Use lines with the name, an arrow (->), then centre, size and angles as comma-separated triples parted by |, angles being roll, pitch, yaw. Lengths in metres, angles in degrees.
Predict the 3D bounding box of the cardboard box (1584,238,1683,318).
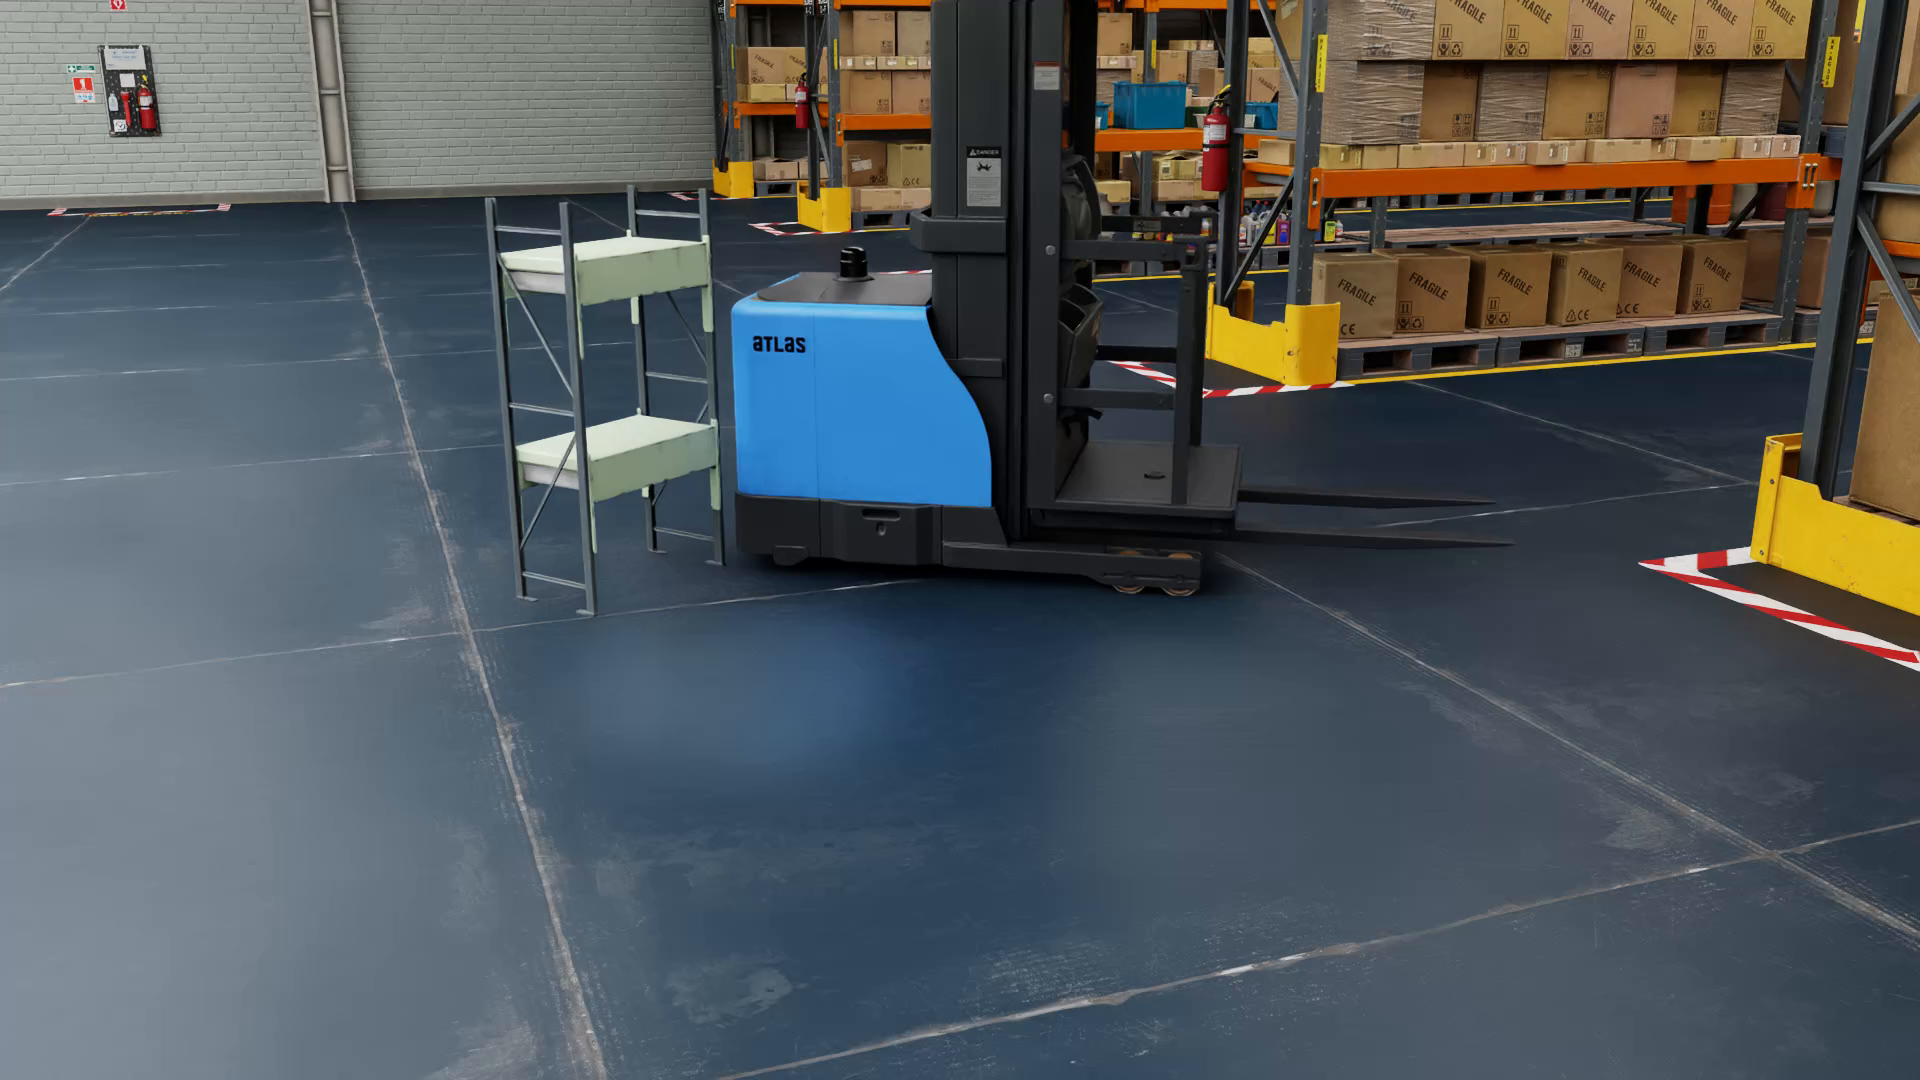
cardboard box -> 4.763, -1.871, 11.838 | 0.500, 0.500, 0.500 | -1, 16, -2

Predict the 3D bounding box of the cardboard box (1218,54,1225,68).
cardboard box -> 4.448, -7.589, 26.877 | 0.500, 0.500, 0.500 | -6, 17, -20

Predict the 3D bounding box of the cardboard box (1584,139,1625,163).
cardboard box -> 4.182, -2.592, 11.046 | 0.250, 0.149, 0.380 | -6, 17, -20

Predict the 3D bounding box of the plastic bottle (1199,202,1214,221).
plastic bottle -> 2.435, -3.168, 16.483 | 0.185, 0.351, 0.144 | -6, 18, -21

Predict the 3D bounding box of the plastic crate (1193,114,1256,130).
plastic crate -> 2.485, -3.905, 15.540 | 0.437, 0.136, 0.530 | -6, 17, -20

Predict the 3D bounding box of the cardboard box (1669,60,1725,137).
cardboard box -> 4.761, -3.079, 11.555 | 0.500, 0.500, 0.875 | -6, 17, -20

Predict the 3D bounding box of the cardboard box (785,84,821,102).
cardboard box -> -2.320, -6.425, 23.883 | 0.500, 0.250, 0.500 | -7, 18, -22

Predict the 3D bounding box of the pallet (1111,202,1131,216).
pallet -> 1.384, -4.159, 20.884 | 1.213, 0.211, 1.003 | -6, 17, -20

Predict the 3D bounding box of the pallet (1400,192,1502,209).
pallet -> 6.588, -4.696, 22.716 | 1.213, 0.211, 1.003 | -6, 17, -20

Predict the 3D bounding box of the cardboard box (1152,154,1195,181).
cardboard box -> 2.617, -4.693, 20.895 | 0.500, 0.311, 0.500 | -6, 17, -20

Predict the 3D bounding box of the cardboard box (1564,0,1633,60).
cardboard box -> 3.960, -3.361, 10.740 | 0.500, 0.500, 0.500 | -6, 17, -20

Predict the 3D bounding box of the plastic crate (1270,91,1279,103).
plastic crate -> 3.376, -4.213, 16.231 | 0.504, 0.338, 0.767 | -6, 17, -20

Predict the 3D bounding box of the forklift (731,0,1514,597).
forklift -> 0.663, -1.351, 6.495 | 3.031, 2.935, 1.130 | 3, 17, 11

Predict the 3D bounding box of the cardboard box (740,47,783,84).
cardboard box -> -2.816, -6.732, 23.598 | 0.500, 0.500, 0.500 | -6, 17, -20

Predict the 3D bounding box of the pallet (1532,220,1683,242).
pallet -> 6.909, -3.259, 17.823 | 1.213, 0.211, 1.003 | -6, 17, -20

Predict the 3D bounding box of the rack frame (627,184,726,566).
rack frame -> -1.128, -0.645, 6.630 | 0.400, 1.500, 0.023 | 10, 19, 30

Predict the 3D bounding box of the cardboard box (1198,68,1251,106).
cardboard box -> 3.357, -5.740, 21.143 | 0.500, 0.500, 0.500 | -5, 17, -16

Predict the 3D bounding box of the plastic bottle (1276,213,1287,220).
plastic bottle -> 3.157, -3.042, 16.188 | 0.135, 0.276, 0.152 | -6, 17, -20

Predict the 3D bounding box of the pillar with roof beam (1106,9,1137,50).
pillar with roof beam -> 4.118, -9.114, 22.164 | 0.400, 9.000, 9.100 | -6, 17, -20

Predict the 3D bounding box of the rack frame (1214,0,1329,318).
rack frame -> 1.948, -2.555, 10.477 | 0.127, 3.000, 1.000 | -6, 17, -20

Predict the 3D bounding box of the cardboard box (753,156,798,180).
cardboard box -> -2.691, -5.432, 24.264 | 0.500, 0.311, 0.500 | -8, 18, -26

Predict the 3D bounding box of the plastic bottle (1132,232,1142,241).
plastic bottle -> 1.734, -3.028, 16.270 | 0.097, 0.201, 0.097 | 0, 16, 0

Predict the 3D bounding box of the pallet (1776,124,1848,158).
pallet -> 6.449, -2.906, 12.009 | 1.213, 0.211, 1.003 | -6, 17, -20

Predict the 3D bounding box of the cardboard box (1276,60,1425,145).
cardboard box -> 2.471, -2.794, 10.585 | 0.500, 0.500, 0.875 | -6, 17, -20

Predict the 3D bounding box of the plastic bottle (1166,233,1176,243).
plastic bottle -> 1.980, -2.861, 15.580 | 0.097, 0.271, 0.097 | 0, 16, 0

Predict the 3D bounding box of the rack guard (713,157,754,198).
rack guard -> -3.298, -5.274, 24.169 | 0.348, 0.500, 1.175 | -6, 17, -20

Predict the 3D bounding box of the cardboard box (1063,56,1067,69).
cardboard box -> 1.244, -5.763, 20.070 | 0.250, 0.149, 0.380 | -6, 17, -20

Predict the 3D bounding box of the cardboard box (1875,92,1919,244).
cardboard box -> 3.959, -1.362, 6.145 | 0.550, 0.550, 0.875 | -6, 17, -20

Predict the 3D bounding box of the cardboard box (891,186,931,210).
cardboard box -> -0.547, -4.091, 19.842 | 0.500, 0.250, 0.500 | -6, 17, -20

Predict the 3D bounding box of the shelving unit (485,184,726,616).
shelving unit -> -1.321, -0.557, 6.332 | 0.431, 1.500, 0.755 | 10, 19, 30

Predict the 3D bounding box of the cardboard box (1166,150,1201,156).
cardboard box -> 2.901, -4.887, 21.556 | 0.500, 0.311, 0.500 | -6, 17, -19

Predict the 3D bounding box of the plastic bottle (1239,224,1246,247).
plastic bottle -> 2.678, -2.903, 15.847 | 0.097, 0.201, 0.097 | 0, 16, 0

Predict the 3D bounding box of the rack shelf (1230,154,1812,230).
rack shelf -> 3.815, -2.412, 11.265 | 4.000, 0.370, 1.077 | -6, 17, -20

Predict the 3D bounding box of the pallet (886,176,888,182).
pallet -> -1.390, -5.329, 24.872 | 1.213, 0.211, 1.003 | -6, 17, -20

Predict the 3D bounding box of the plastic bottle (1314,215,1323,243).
plastic bottle -> 3.413, -3.061, 16.120 | 0.185, 0.351, 0.144 | -7, 18, -22

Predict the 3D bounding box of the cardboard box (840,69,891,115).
cardboard box -> -1.153, -5.254, 19.488 | 0.500, 0.500, 0.700 | -6, 17, -20

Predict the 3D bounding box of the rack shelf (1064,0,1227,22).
rack shelf -> 2.233, -8.164, 25.529 | 4.000, 0.370, 1.077 | -6, 17, -20

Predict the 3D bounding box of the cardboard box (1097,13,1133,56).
cardboard box -> 1.730, -6.190, 20.372 | 0.500, 0.500, 0.700 | -6, 17, -20

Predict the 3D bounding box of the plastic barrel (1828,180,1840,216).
plastic barrel -> 10.206, -4.141, 18.856 | 0.708, 0.901, 0.600 | -6, 17, -20

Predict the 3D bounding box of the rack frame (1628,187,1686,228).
rack frame -> 7.646, -4.665, 17.661 | 0.127, 3.000, 1.000 | -6, 17, -20

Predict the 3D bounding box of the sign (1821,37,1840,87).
sign -> 5.884, -3.232, 11.245 | 0.005, 0.325, 0.100 | -6, 17, -20

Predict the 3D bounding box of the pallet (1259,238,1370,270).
pallet -> 3.269, -2.867, 16.487 | 1.213, 0.211, 1.003 | -6, 17, -20

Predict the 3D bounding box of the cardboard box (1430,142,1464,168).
cardboard box -> 3.005, -2.473, 10.642 | 0.250, 0.149, 0.380 | -6, 17, -20

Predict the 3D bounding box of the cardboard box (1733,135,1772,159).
cardboard box -> 5.351, -2.717, 11.471 | 0.250, 0.149, 0.380 | -6, 17, -20

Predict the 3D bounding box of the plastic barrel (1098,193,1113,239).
plastic barrel -> 1.231, -3.003, 15.672 | 0.421, 0.512, 0.421 | 0, 16, 0

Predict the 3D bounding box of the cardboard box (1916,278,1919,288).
cardboard box -> 7.239, -2.126, 12.671 | 0.500, 0.500, 0.700 | -8, 18, -25

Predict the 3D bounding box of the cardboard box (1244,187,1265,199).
cardboard box -> 3.568, -4.527, 21.326 | 0.500, 0.250, 0.500 | -7, 18, -22

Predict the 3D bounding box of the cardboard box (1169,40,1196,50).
cardboard box -> 3.494, -7.763, 26.101 | 0.250, 0.149, 0.380 | -9, 19, -29

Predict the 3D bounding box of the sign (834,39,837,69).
sign -> -1.400, -5.469, 18.721 | 0.005, 0.325, 0.100 | -6, 17, -20
